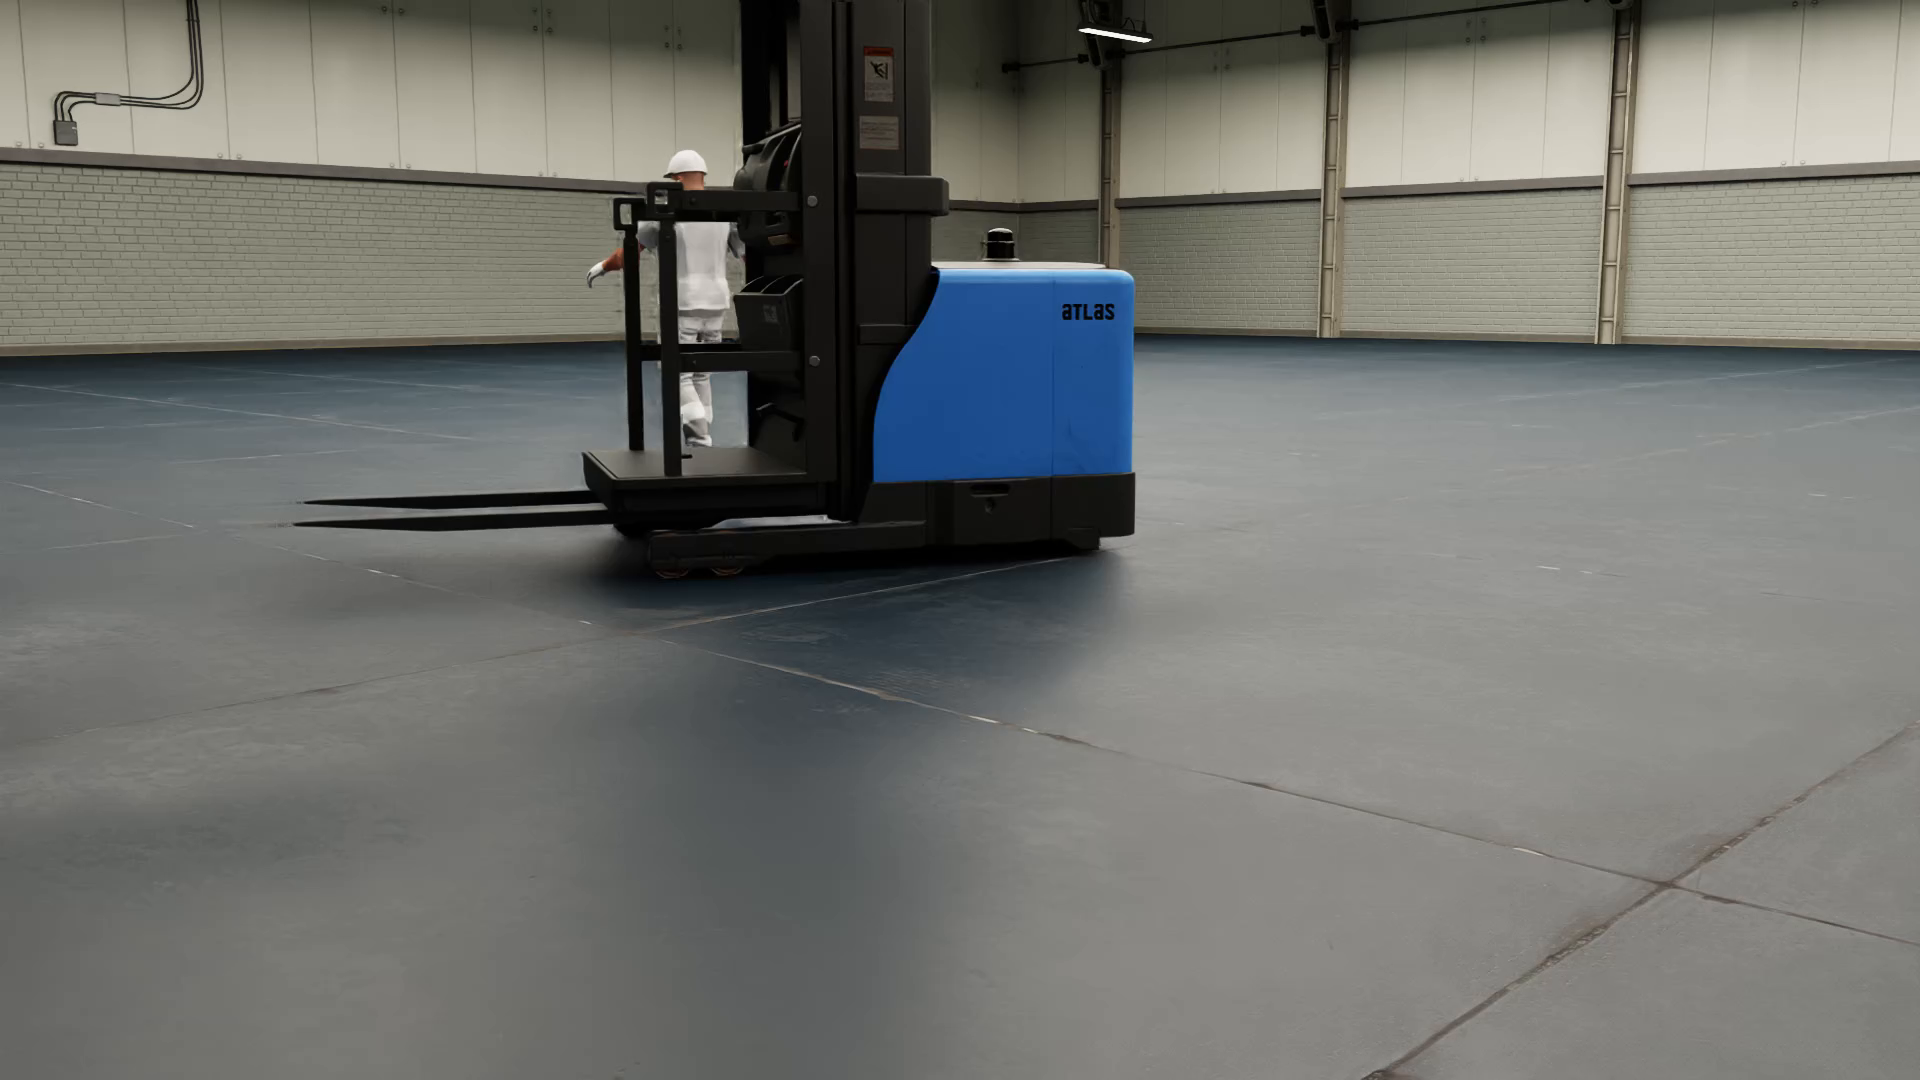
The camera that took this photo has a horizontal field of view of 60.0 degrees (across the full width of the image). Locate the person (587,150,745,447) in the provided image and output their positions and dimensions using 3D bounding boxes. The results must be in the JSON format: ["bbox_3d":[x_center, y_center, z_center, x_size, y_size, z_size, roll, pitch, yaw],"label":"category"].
[{"bbox_3d":[-1.484,-1.266,9.265,0.996,1.762,0.762,-6,11,-36],"label":"person"}]

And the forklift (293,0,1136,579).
[{"bbox_3d":[-0.902,-1.400,6.172,3.031,2.935,1.130,-3,9,-18],"label":"forklift"}]
